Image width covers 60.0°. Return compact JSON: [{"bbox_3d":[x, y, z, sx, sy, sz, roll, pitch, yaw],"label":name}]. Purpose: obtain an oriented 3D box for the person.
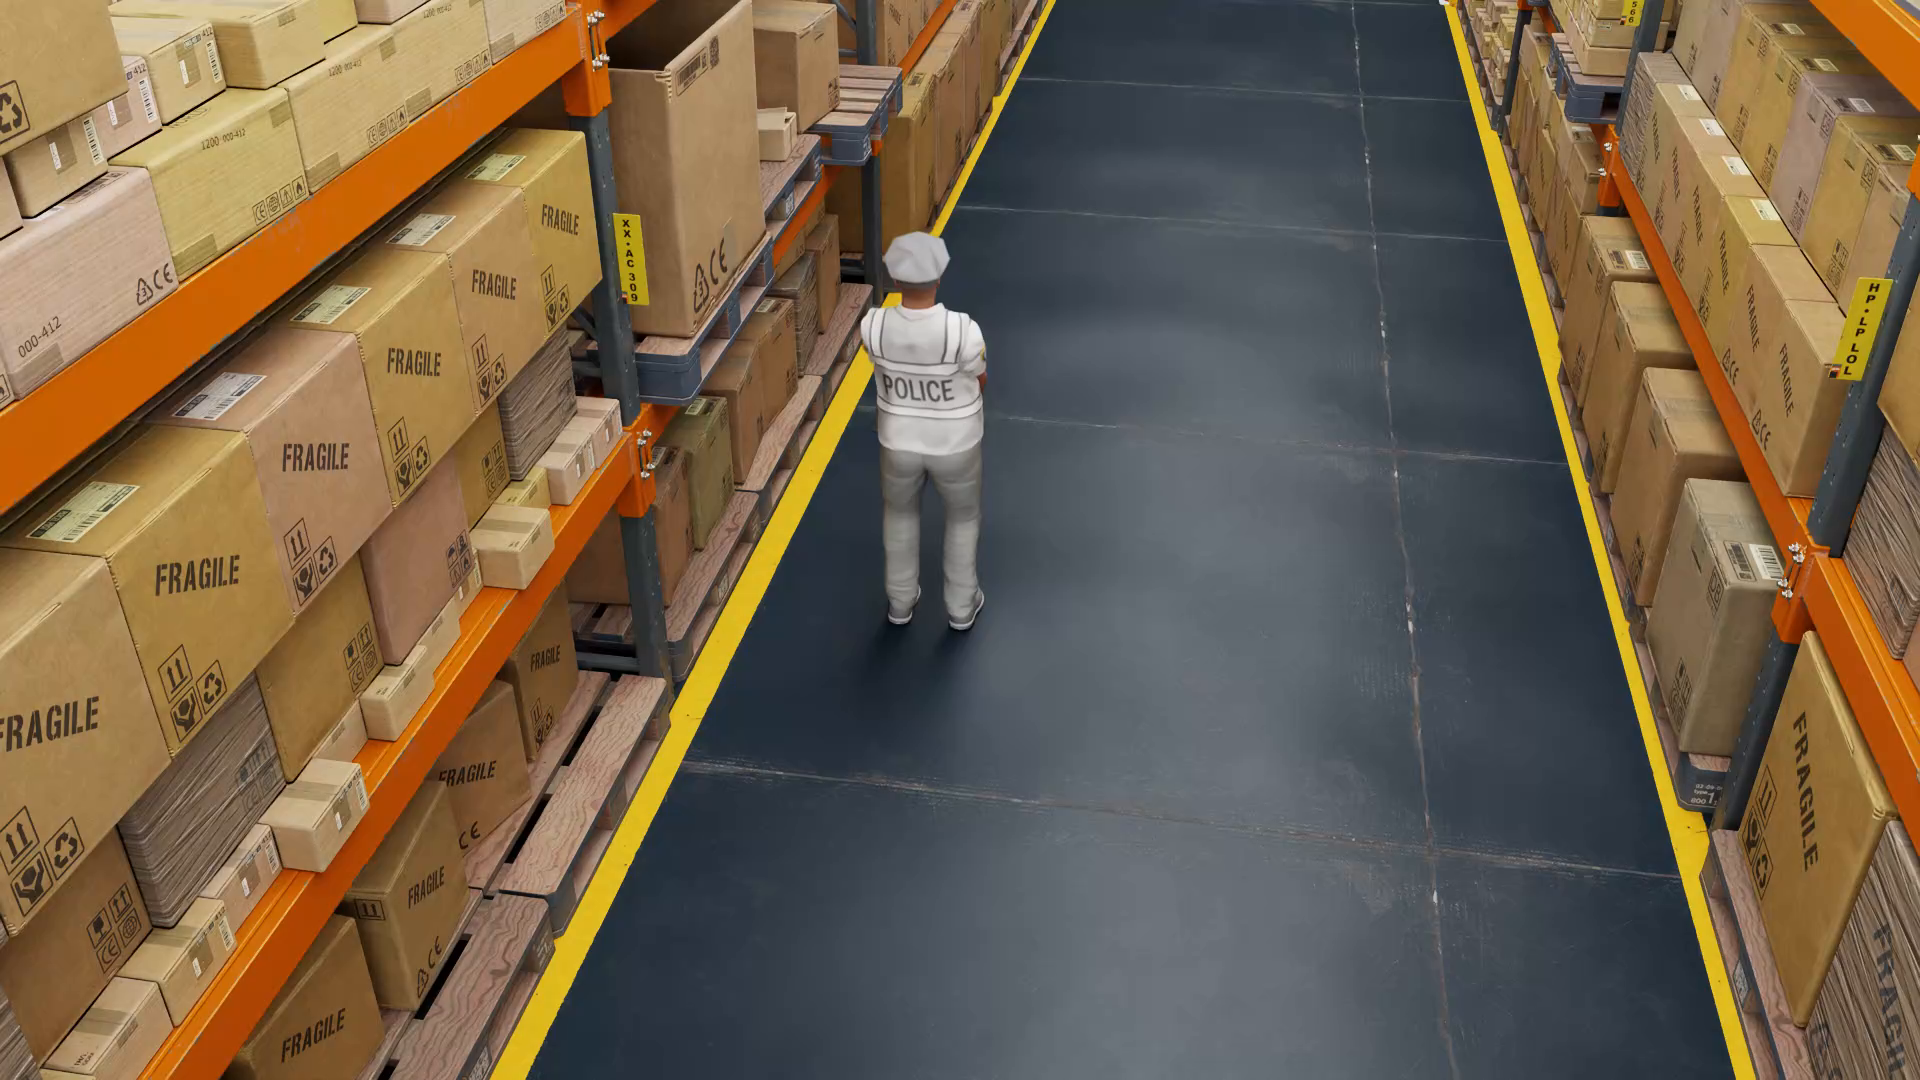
[{"bbox_3d":[-0.125,-0.467,6.857,0.494,1.766,0.572,6,33,9],"label":"person"}]
